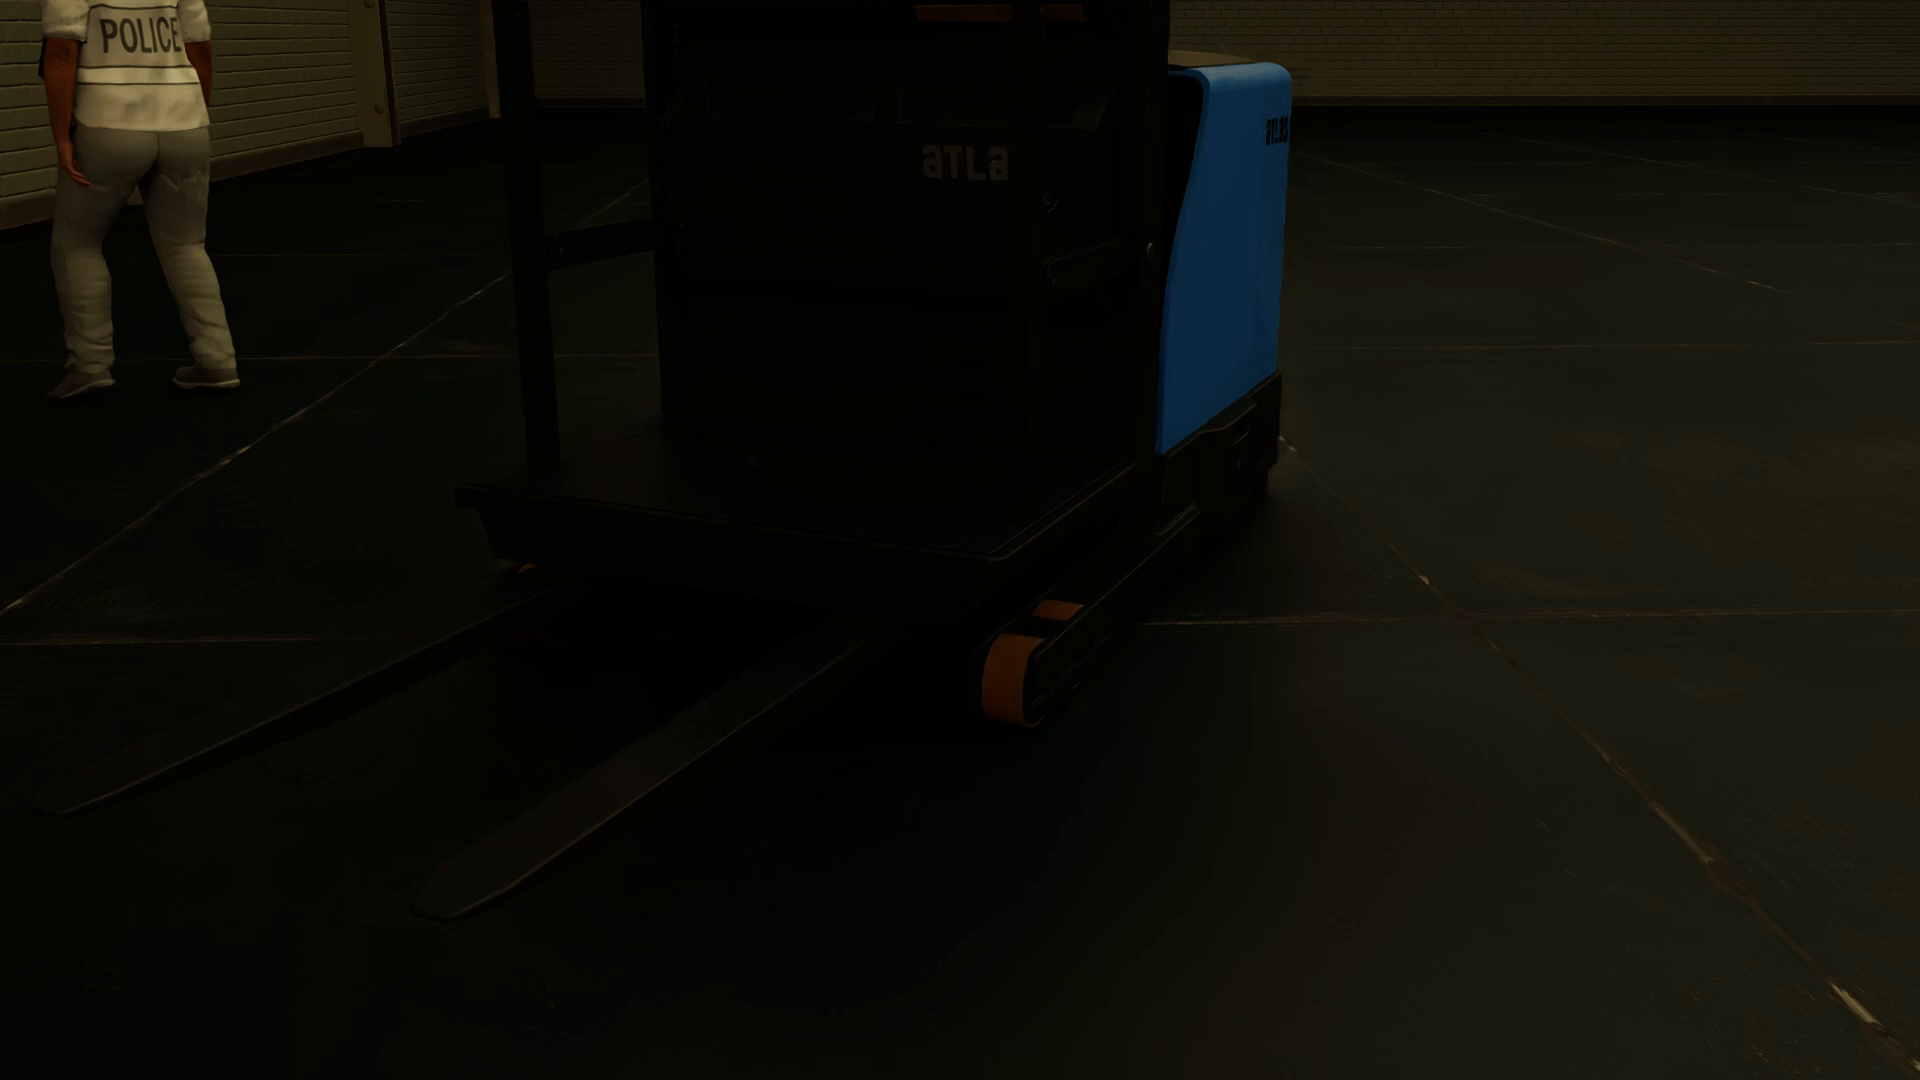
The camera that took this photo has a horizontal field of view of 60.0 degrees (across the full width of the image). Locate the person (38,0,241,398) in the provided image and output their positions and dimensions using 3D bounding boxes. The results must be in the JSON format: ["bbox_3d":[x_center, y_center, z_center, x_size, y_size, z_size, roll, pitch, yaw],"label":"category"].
[{"bbox_3d":[-2.694,-1.271,5.352,0.520,1.707,0.577,12,21,34],"label":"person"}]

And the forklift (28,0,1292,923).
[{"bbox_3d":[-0.237,-1.219,2.894,1.130,2.935,3.031,8,19,23],"label":"forklift"}]
